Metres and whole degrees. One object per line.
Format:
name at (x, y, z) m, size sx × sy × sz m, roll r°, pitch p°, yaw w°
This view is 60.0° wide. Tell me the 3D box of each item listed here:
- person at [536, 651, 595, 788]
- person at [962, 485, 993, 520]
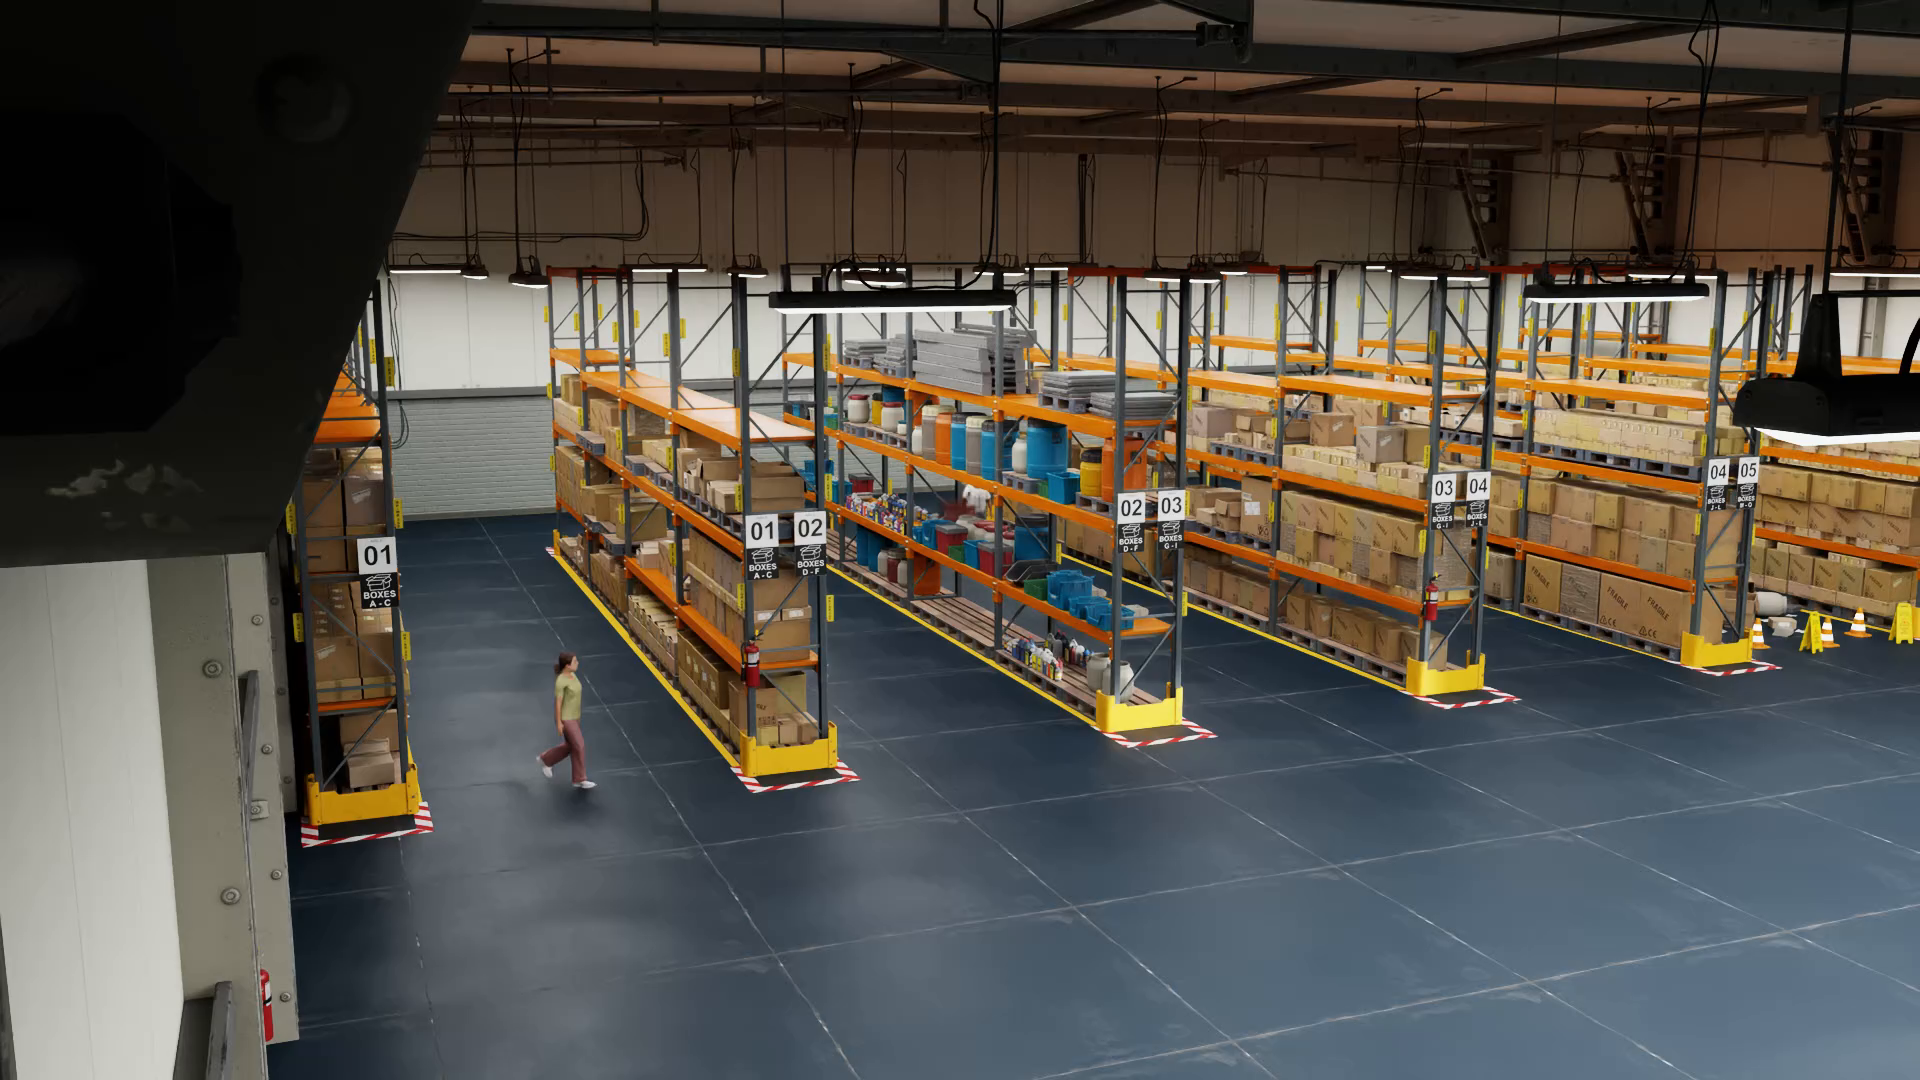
person at (-4.699, 2.110, 19.708) m, size 0.813 × 1.637 × 0.461 m, roll 3°, pitch 10°, yaw 15°
person at (0.394, -0.600, 35.103) m, size 0.553 × 1.705 × 1.105 m, roll -6°, pitch 12°, yaw -32°
